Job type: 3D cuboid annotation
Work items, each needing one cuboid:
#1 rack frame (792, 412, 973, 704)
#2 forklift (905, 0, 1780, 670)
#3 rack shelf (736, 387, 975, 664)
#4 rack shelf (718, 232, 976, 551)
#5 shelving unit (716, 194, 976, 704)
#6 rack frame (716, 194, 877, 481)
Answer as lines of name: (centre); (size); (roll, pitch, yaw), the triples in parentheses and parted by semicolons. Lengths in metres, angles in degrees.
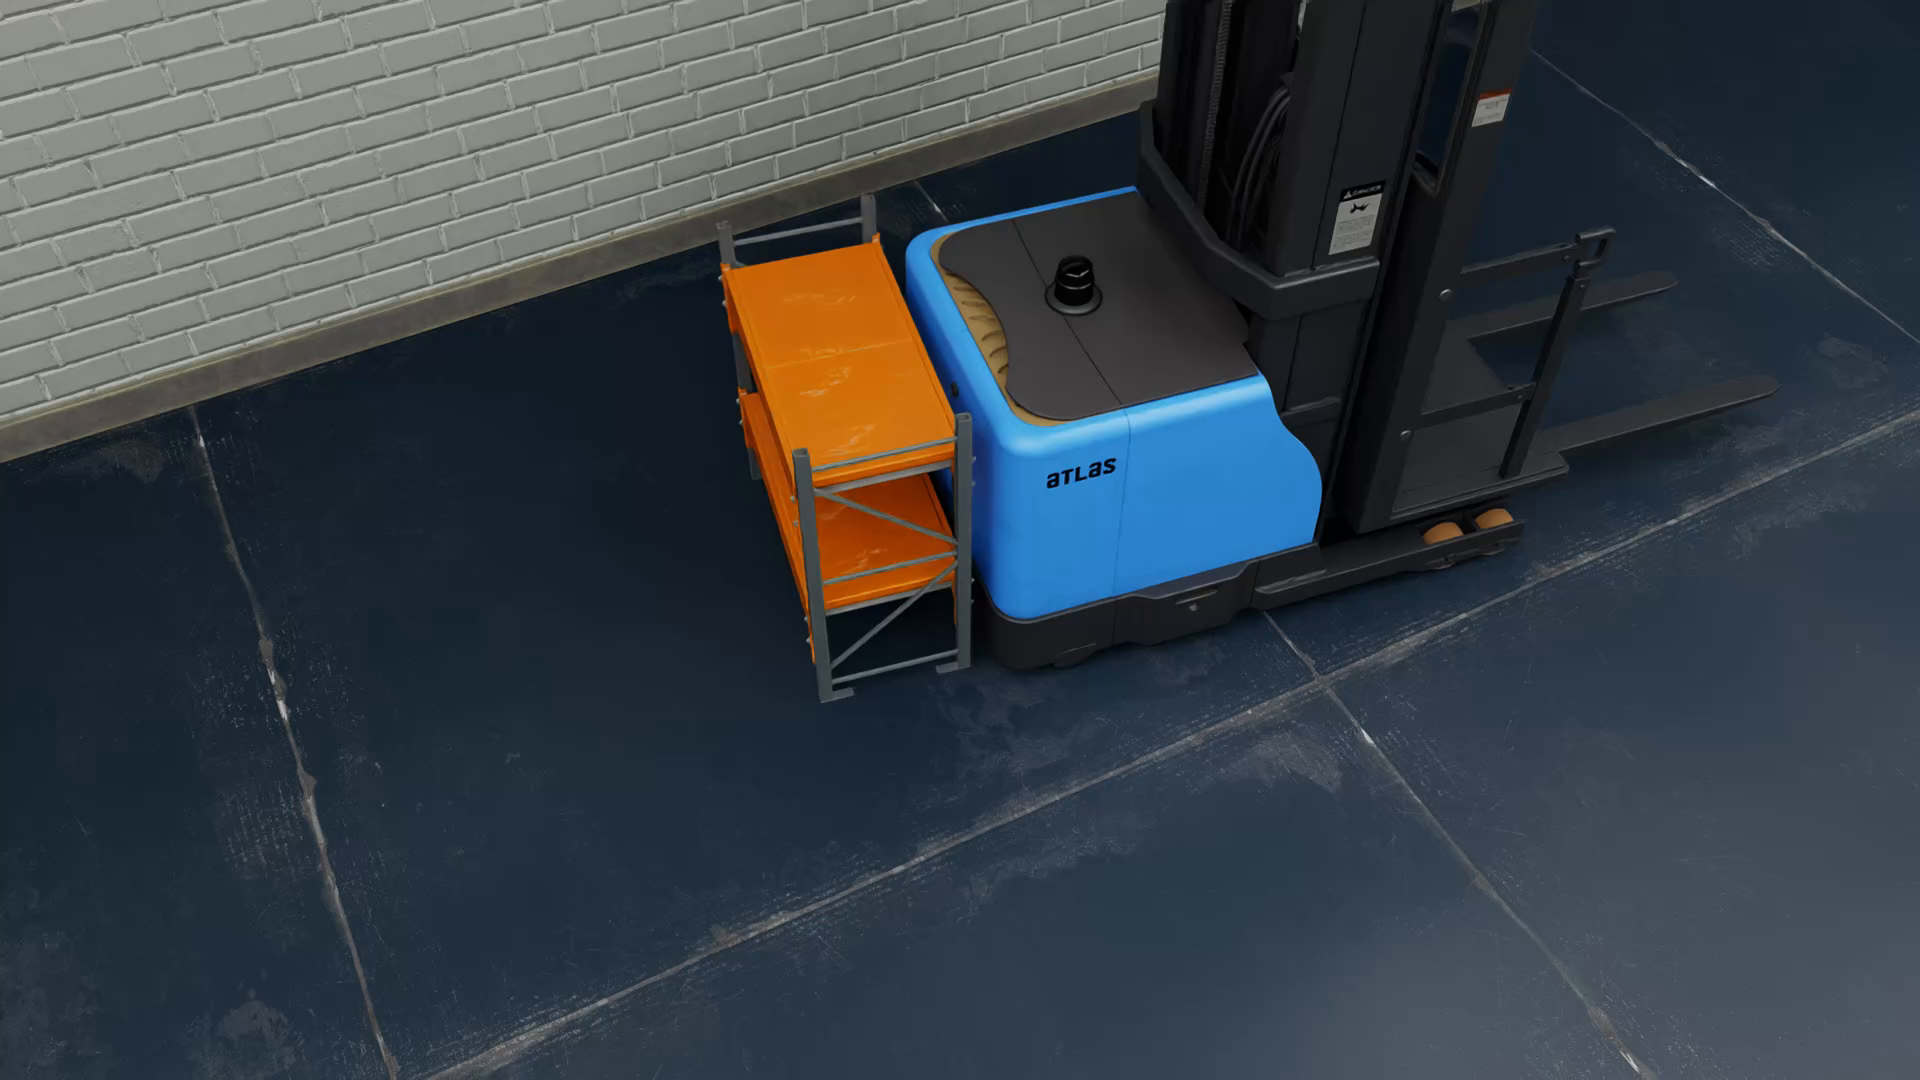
rack frame: (-0.208, 0.084, 4.929); (0.500, 1.125, 0.032); (-13, 50, -11)
forklift: (1.390, -1.229, 4.878); (3.031, 2.935, 1.130); (-15, 50, -12)
rack shelf: (-0.357, -0.120, 5.433); (0.538, 0.278, 1.000); (-13, 50, -11)
rack shelf: (-0.357, -0.474, 5.028); (0.538, 0.278, 1.000); (-13, 50, -11)
shelving unit: (-0.357, -0.281, 5.249); (0.538, 1.125, 1.048); (-13, 50, -11)
rack frame: (-0.506, -0.647, 5.569); (0.500, 1.125, 0.032); (-13, 50, -11)
